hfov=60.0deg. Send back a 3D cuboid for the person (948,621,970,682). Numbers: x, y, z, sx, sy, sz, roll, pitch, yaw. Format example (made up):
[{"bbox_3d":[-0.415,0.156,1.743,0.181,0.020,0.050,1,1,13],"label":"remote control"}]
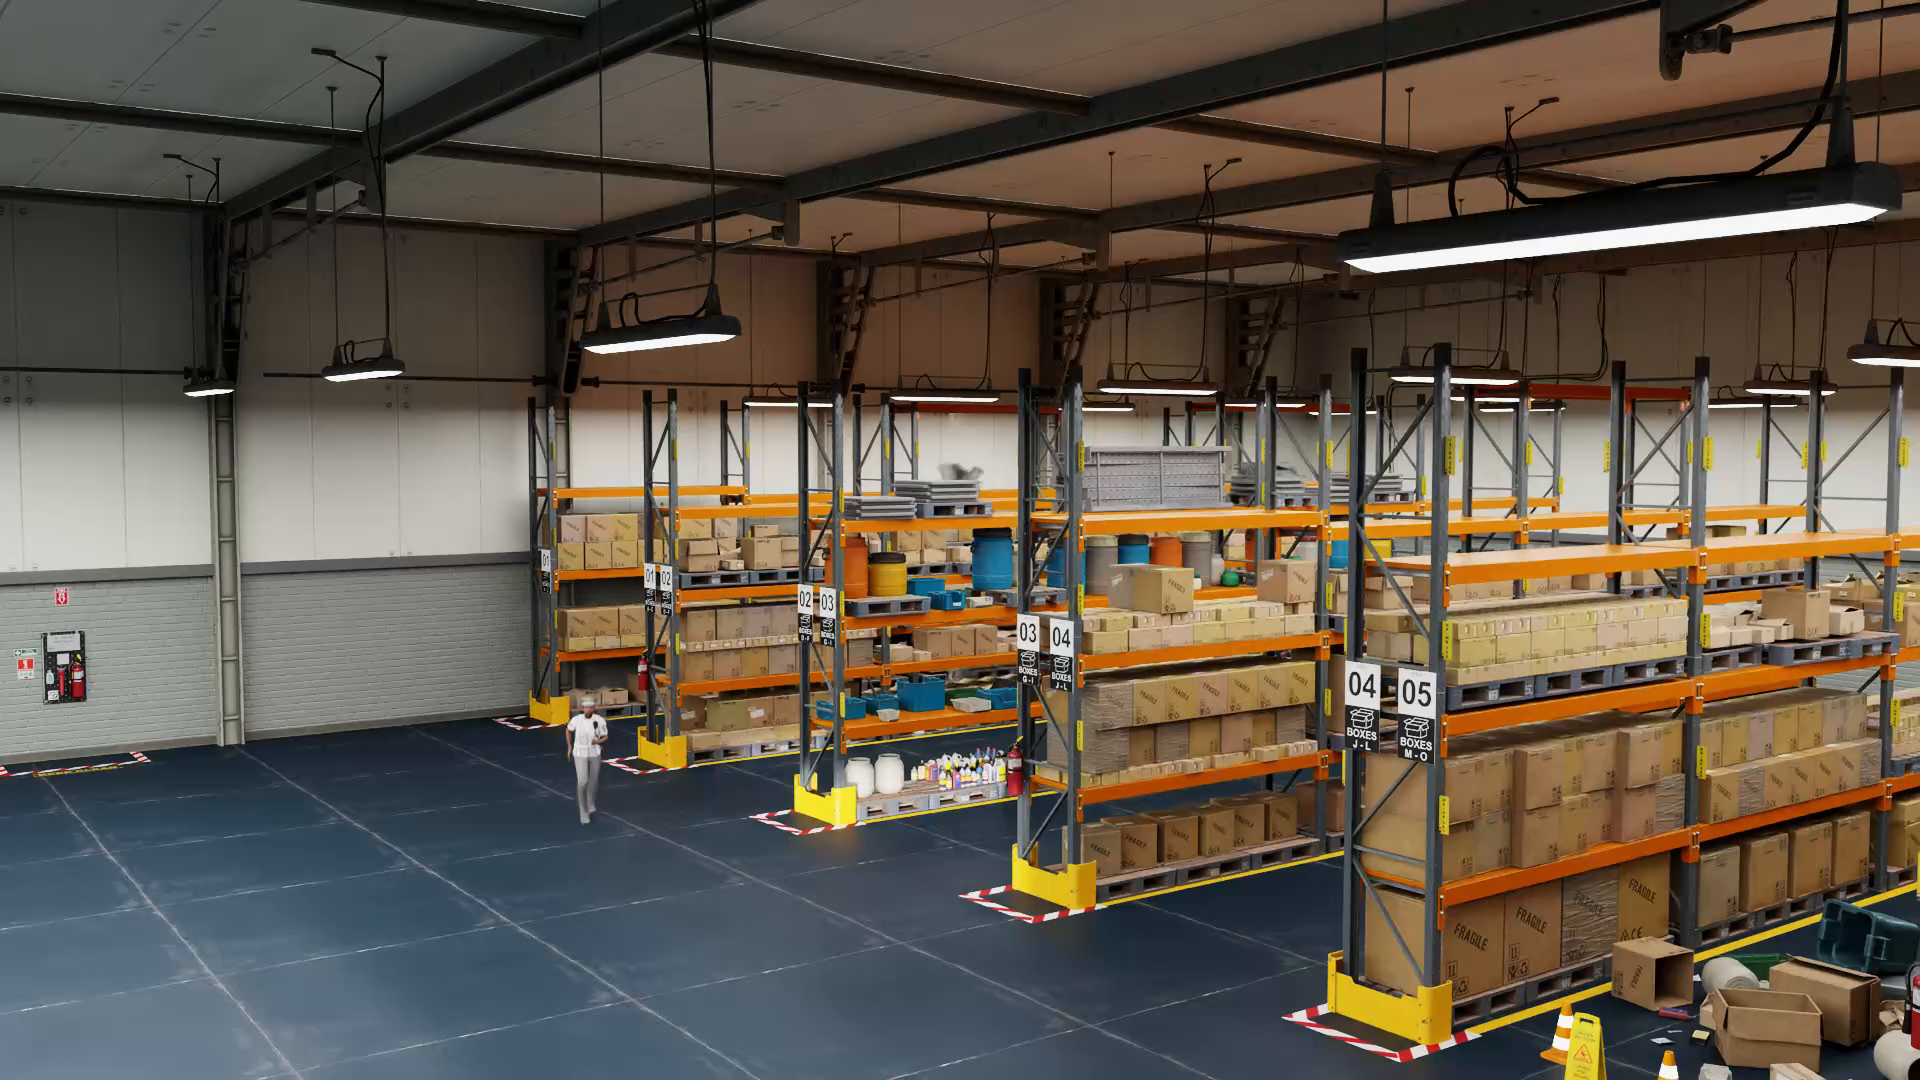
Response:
[{"bbox_3d":[0.002,2.386,32.319,0.622,1.732,0.659,-3,4,-40],"label":"person"}]

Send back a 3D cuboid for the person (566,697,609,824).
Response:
[{"bbox_3d":[-5.079,2.986,22.685,0.528,1.746,0.827,-1,4,-19],"label":"person"}]
